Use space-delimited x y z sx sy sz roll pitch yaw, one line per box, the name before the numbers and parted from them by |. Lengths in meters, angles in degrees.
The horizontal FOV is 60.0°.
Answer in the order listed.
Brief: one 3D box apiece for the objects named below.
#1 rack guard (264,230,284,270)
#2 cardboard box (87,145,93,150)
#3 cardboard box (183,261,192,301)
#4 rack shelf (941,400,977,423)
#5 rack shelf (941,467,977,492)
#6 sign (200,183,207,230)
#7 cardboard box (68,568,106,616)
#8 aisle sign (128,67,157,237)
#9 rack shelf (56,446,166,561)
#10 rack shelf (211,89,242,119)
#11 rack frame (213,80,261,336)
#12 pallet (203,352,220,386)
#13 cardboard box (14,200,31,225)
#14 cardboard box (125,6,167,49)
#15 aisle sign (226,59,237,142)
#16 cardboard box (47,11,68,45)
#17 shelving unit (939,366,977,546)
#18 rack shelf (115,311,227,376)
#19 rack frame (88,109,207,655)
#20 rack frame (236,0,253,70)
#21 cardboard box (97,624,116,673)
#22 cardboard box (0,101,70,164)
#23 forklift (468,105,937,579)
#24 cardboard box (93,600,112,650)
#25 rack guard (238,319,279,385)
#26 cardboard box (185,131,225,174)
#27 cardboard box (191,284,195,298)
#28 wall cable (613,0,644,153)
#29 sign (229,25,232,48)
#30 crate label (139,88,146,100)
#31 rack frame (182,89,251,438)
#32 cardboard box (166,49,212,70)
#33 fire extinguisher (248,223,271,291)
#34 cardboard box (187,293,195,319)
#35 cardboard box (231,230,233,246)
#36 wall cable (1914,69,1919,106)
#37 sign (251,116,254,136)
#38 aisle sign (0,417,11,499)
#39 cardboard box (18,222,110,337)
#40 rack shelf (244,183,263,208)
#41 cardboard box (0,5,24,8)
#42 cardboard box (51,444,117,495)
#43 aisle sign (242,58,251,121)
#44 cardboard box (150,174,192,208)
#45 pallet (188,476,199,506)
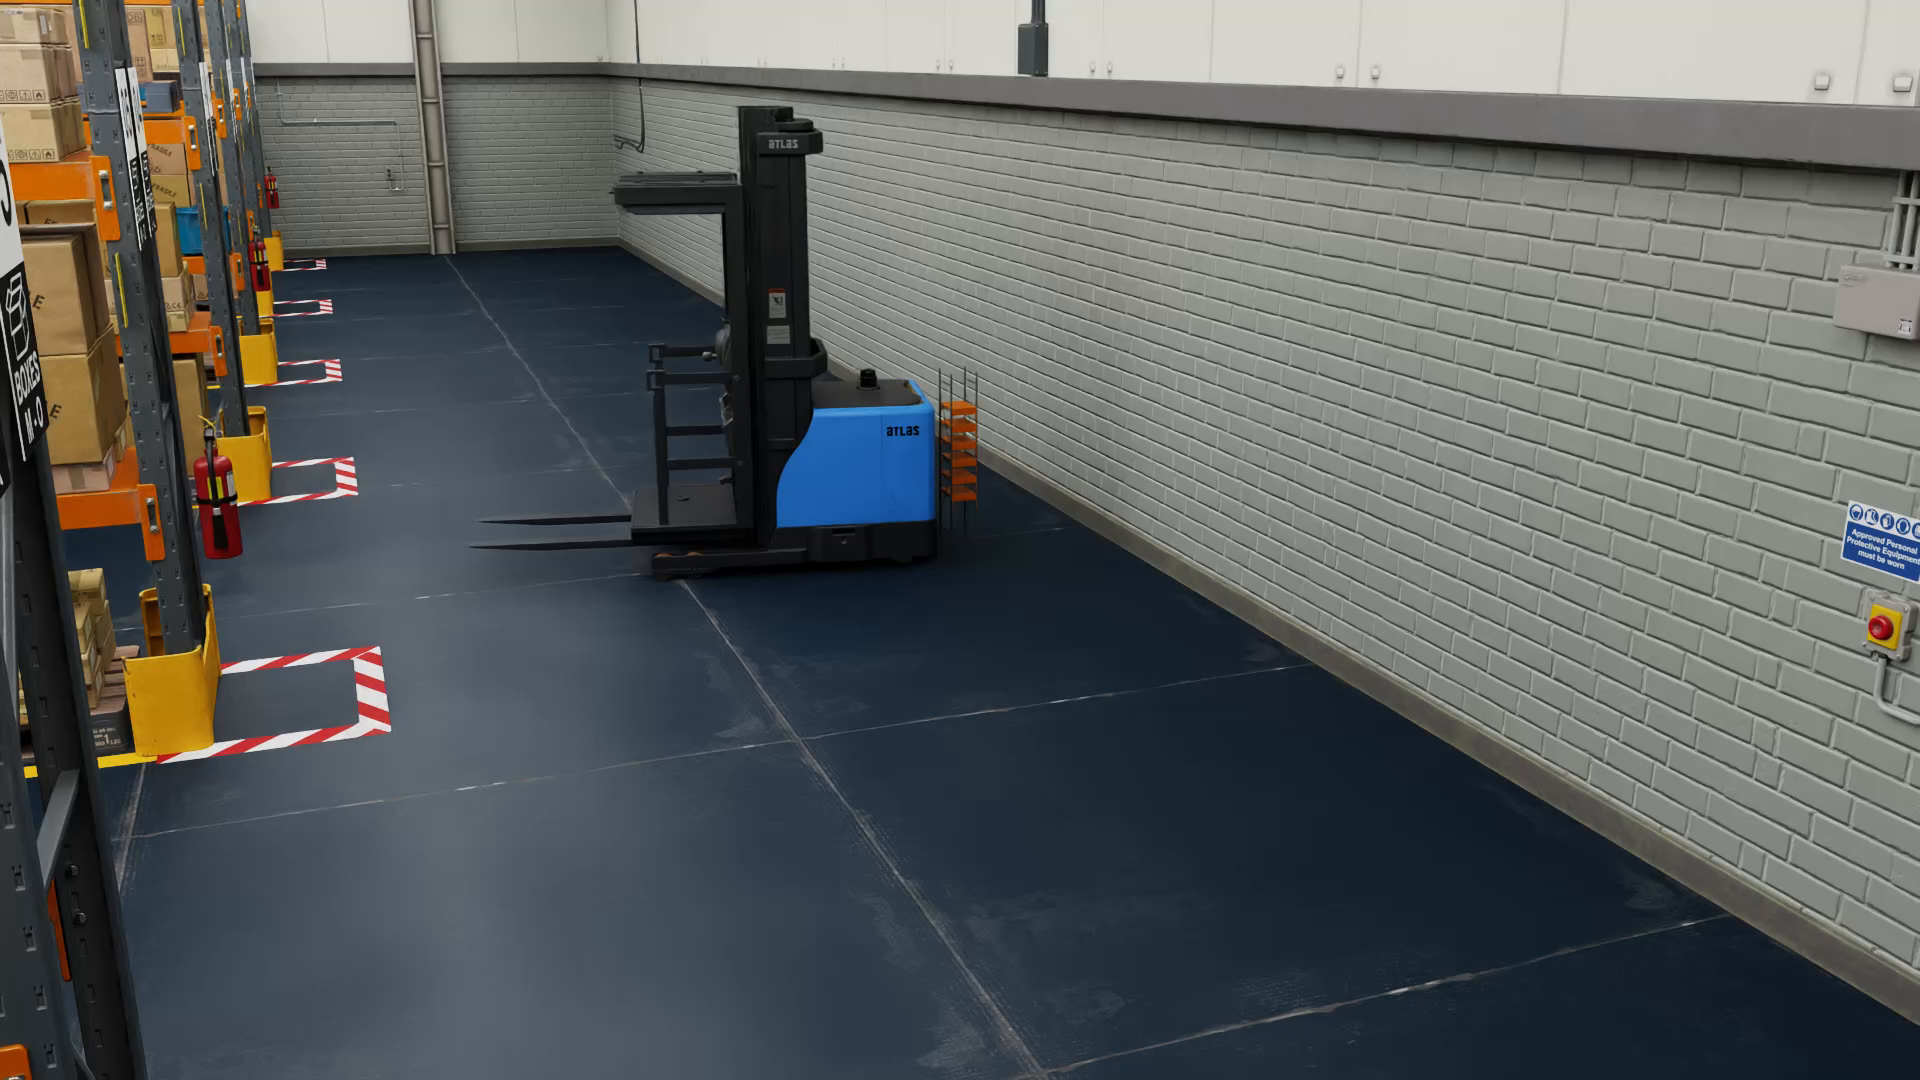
rack guard | -10.927 -4.592 26.349 0.348 0.500 1.175 -6 17 -20
cardboard box | -10.924 -4.740 20.465 0.500 0.500 0.500 -6 17 -18
cardboard box | -6.177 -1.973 12.731 0.500 0.250 0.500 -7 18 -22
rack shelf | -0.014 -0.877 11.335 0.180 0.103 0.258 -6 17 -20
rack shelf | -0.014 -0.416 11.471 0.180 0.103 0.258 -6 17 -20
sign | -5.451 -2.404 11.987 0.005 0.325 0.100 -6 17 -20
cardboard box | -4.562 0.280 8.579 0.250 0.149 0.380 -7 18 -23
aisle sign | -3.991 -1.898 8.123 0.004 0.787 0.394 -6 17 -20
rack shelf | -5.819 -0.017 7.611 4.000 0.370 1.077 -6 17 -20
rack shelf | -11.041 -5.379 20.543 4.000 0.370 1.077 -6 17 -20
rack frame | -7.404 -3.183 17.112 0.127 3.000 1.000 -6 17 -20
pallet | -8.188 -1.772 17.257 1.213 0.211 1.003 -6 17 -20
cardboard box | -7.125 -2.228 12.270 0.500 0.500 0.500 -7 18 -22
cardboard box | -10.144 -6.369 20.687 0.500 0.500 0.700 -6 17 -20
aisle sign | -7.232 -4.360 16.508 0.004 0.787 0.394 -6 17 -20
cardboard box | -4.335 -2.390 7.761 0.250 0.149 0.380 -6 18 -21
shelving unit | -0.014 -0.574 11.424 0.189 1.200 0.258 -6 17 -20
rack shelf | -7.499 -1.333 12.089 4.000 0.370 1.077 -6 17 -20
rack frame | -3.951 -0.564 8.196 0.127 3.000 1.000 -6 17 -20
rack frame | -10.949 -8.668 25.143 0.127 3.000 1.000 -6 17 -20
cardboard box | -4.555 0.571 8.645 0.250 0.149 0.380 -6 17 -19
cardboard box | -4.282 -1.816 7.401 0.500 0.250 0.500 -7 18 -21
forklift | -1.716 -1.312 10.863 3.031 2.935 1.130 -3 17 -9
cardboard box | -4.533 0.445 8.547 0.250 0.149 0.380 -5 17 -18
rack guard | -7.386 -1.989 17.484 0.348 0.500 1.175 -6 17 -20
cardboard box | -9.490 -4.897 20.997 0.500 0.500 0.500 -6 18 -21
cardboard box | -10.003 -3.201 21.423 0.250 0.166 0.380 -6 17 -20
wall cable | -5.540 -7.654 27.202 0.112 2.526 3.097 -6 17 -20
sign | -8.993 -6.202 20.500 0.005 0.325 0.100 -6 17 -20
crate label | -8.381 -4.542 16.683 0.502 0.251 0.408 -6 17 -20
rack frame | -5.632 -1.879 12.674 0.127 3.000 1.000 -6 17 -20
cardboard box | -9.562 -5.974 20.675 0.500 0.250 0.500 -6 17 -20
fire extinguisher | -7.101 -2.862 16.820 0.183 0.674 0.296 -6 17 -20
cardboard box | -6.081 -1.810 12.884 0.250 0.149 0.380 -6 17 -19
cardboard box | -11.567 -4.694 25.951 0.500 0.500 0.700 -6 17 -20
wall cable | 3.125 -2.798 5.156 0.029 3.000 0.463 -6 17 -20
sign | -10.768 -6.314 25.301 0.005 0.325 0.100 -6 17 -20
aisle sign | -1.908 -0.445 3.176 0.004 0.787 0.394 -6 17 -20
cardboard box | -4.466 -1.259 8.083 0.500 0.500 0.500 -6 17 -20
rack shelf | -12.817 -5.242 25.403 4.000 0.370 1.077 -6 17 -20
cardboard box | -11.486 -6.174 20.023 0.500 0.500 0.700 -6 17 -20
cardboard box | -4.155 -0.336 7.866 0.250 0.149 0.380 -6 17 -20
aisle sign | -9.214 -5.818 21.472 0.004 0.787 0.394 -6 17 -20
cardboard box | -9.977 -4.364 20.958 0.500 0.500 0.500 -6 17 -20
pallet | -6.351 -0.440 12.723 1.213 0.211 1.003 -6 17 -20
